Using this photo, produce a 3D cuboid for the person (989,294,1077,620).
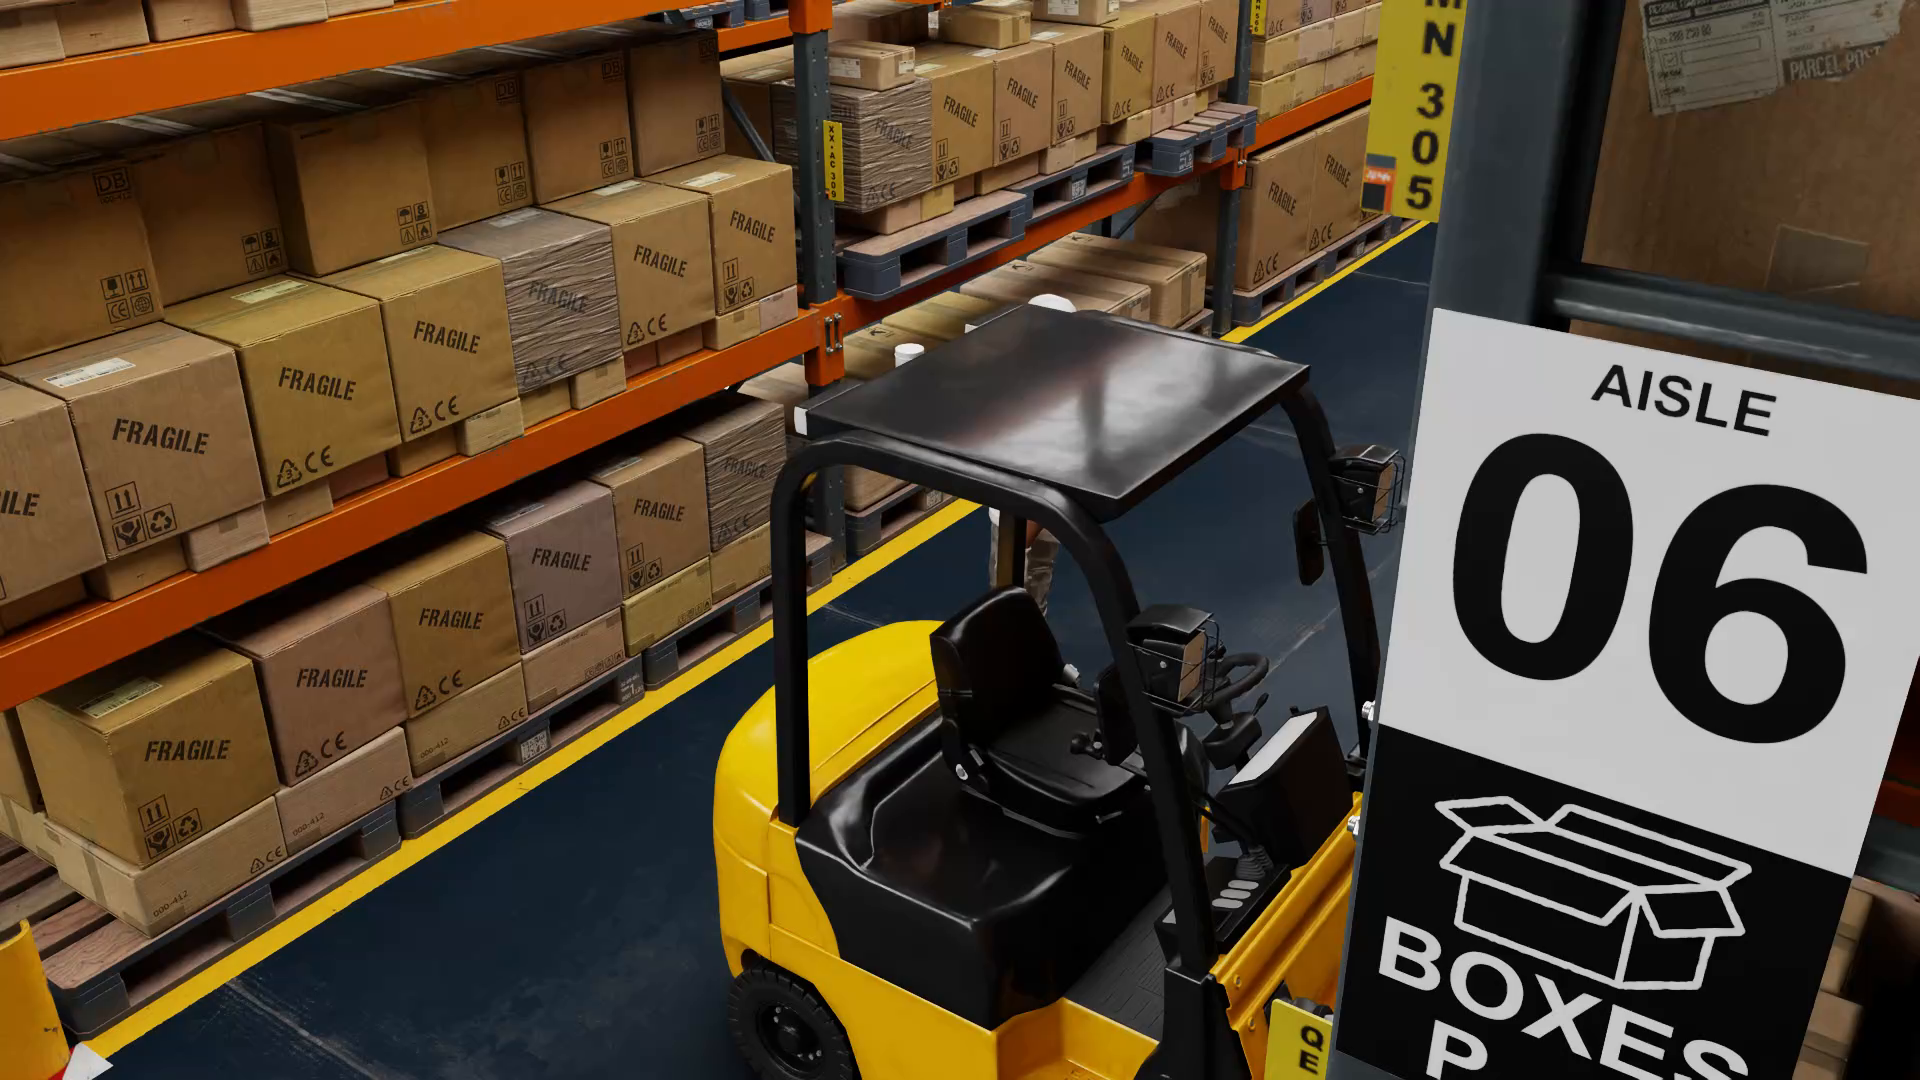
[{"bbox_3d":[0.182,-0.079,6.236,0.575,1.780,0.656,1,27,3],"label":"person"}]
